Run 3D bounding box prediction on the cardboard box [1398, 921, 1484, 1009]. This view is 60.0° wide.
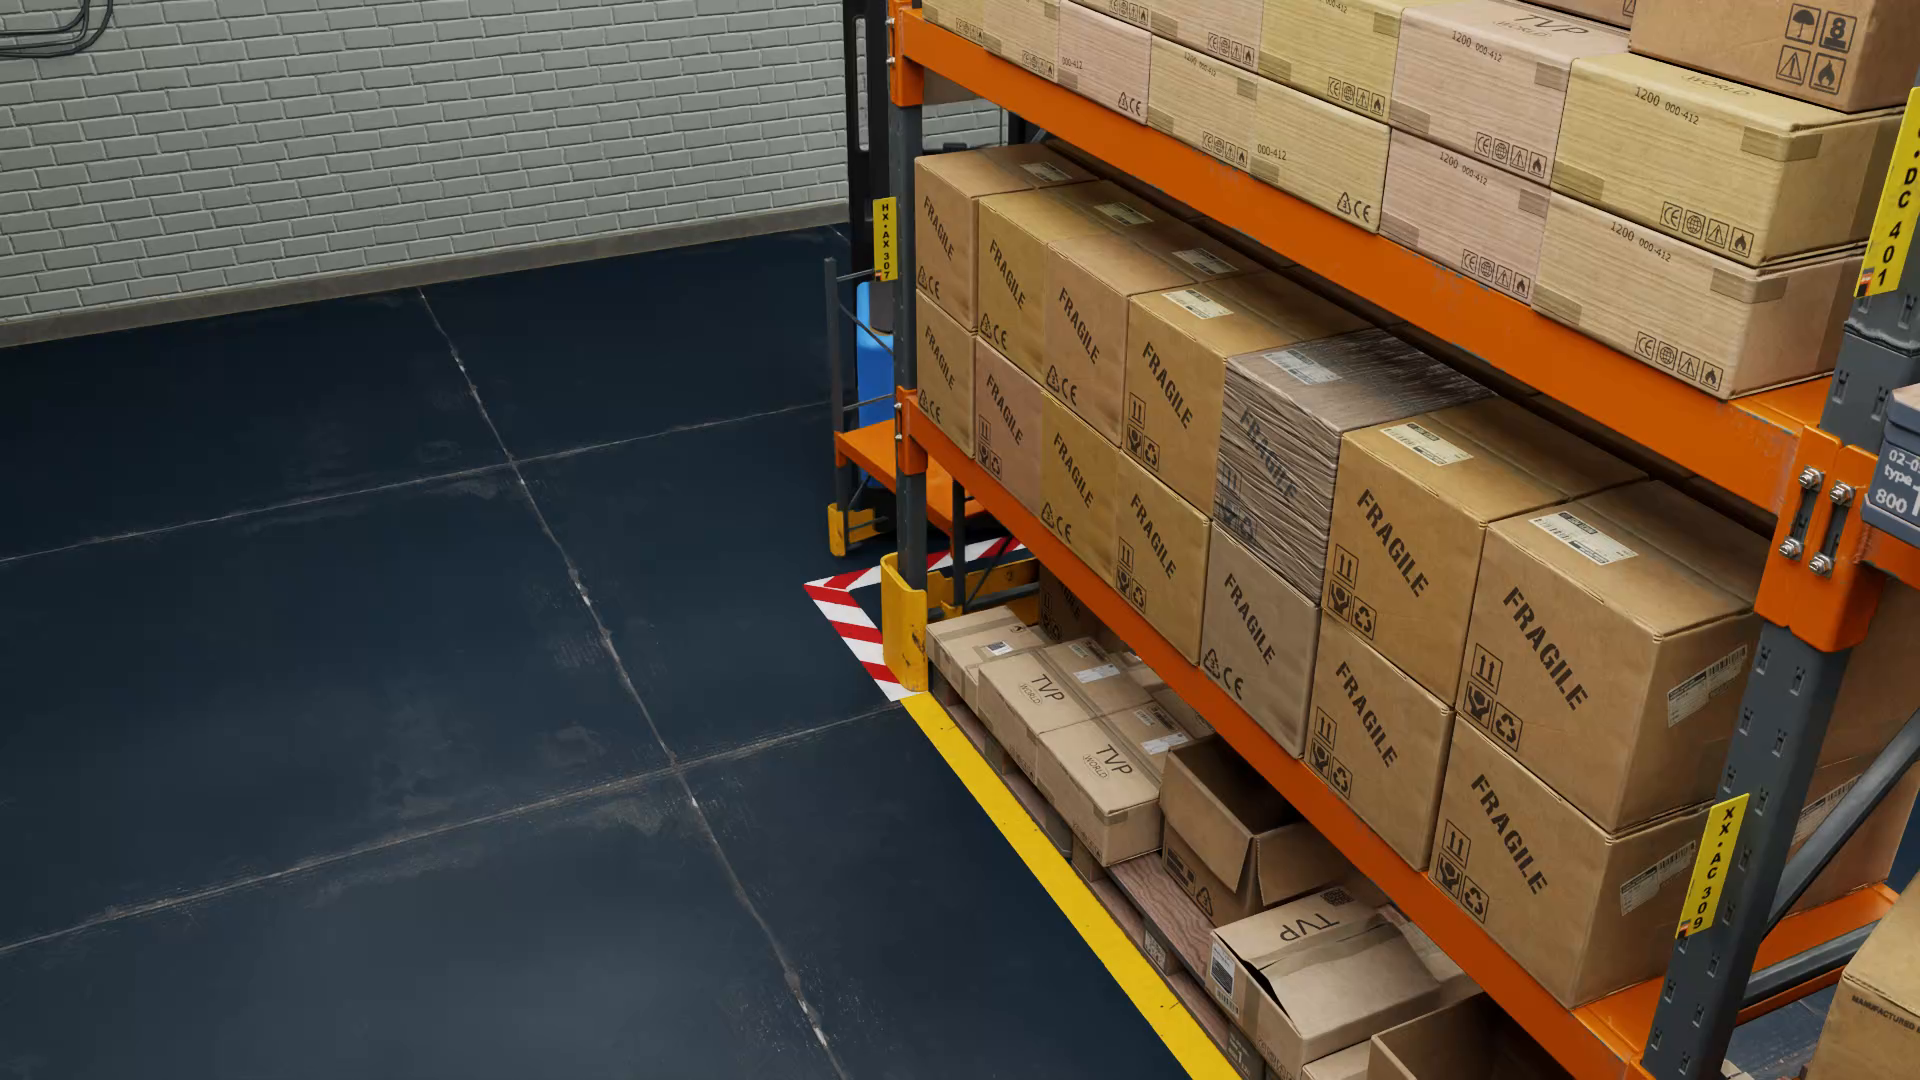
[{"bbox_3d":[1.561,1.320,5.276,0.380,0.166,0.250,-13,32,-22],"label":"cardboard box"}]

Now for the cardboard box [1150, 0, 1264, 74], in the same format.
[{"bbox_3d":[0.834,-1.396,4.248,0.500,0.250,0.500,-13,32,-22],"label":"cardboard box"}]

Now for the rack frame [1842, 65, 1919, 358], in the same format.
[{"bbox_3d":[1.926,-1.730,2.134,1.000,3.000,0.127,-13,32,-22],"label":"rack frame"}]

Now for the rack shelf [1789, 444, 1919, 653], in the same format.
[{"bbox_3d":[2.785,0.776,1.468,1.077,0.370,4.000,-13,32,-22],"label":"rack shelf"}]

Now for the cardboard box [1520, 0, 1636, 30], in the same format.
[{"bbox_3d":[1.597,-1.359,3.414,0.700,0.500,0.500,-13,32,-22],"label":"cardboard box"}]

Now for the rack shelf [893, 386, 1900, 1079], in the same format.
[{"bbox_3d":[1.068,0.317,5.353,1.077,0.370,4.000,-13,32,-22],"label":"rack shelf"}]

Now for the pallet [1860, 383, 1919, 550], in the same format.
[{"bbox_3d":[2.143,-0.037,2.374,1.213,0.211,1.003,-13,32,-22],"label":"pallet"}]

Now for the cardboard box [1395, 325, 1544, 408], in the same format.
[{"bbox_3d":[1.536,-0.315,4.620,0.500,0.500,0.500,-14,32,-23],"label":"cardboard box"}]

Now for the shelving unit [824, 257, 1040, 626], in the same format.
[{"bbox_3d":[-0.101,-0.445,7.448,0.587,1.500,1.083,-19,36,-28],"label":"shelving unit"}]

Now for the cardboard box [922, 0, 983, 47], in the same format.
[{"bbox_3d":[0.200,-1.843,5.556,0.500,0.250,0.500,-13,32,-22],"label":"cardboard box"}]

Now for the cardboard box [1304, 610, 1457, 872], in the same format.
[{"bbox_3d":[1.258,0.449,4.280,0.500,0.500,0.500,-12,31,-21],"label":"cardboard box"}]

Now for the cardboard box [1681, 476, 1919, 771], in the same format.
[{"bbox_3d":[1.978,0.140,3.809,0.500,0.500,0.500,-12,32,-21],"label":"cardboard box"}]

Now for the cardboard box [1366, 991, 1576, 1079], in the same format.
[{"bbox_3d":[1.426,1.593,4.448,0.500,0.500,0.500,-13,32,-22],"label":"cardboard box"}]

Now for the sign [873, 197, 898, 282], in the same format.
[{"bbox_3d":[-0.281,-1.144,6.337,0.100,0.325,0.005,-13,32,-22],"label":"sign"}]

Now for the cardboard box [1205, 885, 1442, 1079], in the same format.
[{"bbox_3d":[1.104,1.344,5.085,0.500,0.311,0.500,-13,32,-22],"label":"cardboard box"}]

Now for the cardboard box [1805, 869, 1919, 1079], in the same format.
[{"bbox_3d":[1.928,0.916,3.017,0.700,0.500,0.500,-26,38,-38],"label":"cardboard box"}]

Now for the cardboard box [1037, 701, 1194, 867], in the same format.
[{"bbox_3d":[0.616,0.869,5.995,0.500,0.250,0.500,-13,32,-22],"label":"cardboard box"}]

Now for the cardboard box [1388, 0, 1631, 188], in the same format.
[{"bbox_3d":[1.261,-0.953,3.459,0.500,0.250,0.500,-13,32,-22],"label":"cardboard box"}]

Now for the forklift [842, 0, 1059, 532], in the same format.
[{"bbox_3d":[-0.050,-2.007,8.833,1.130,2.935,3.031,-2,29,-3],"label":"forklift"}]

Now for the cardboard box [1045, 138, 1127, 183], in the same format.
[{"bbox_3d":[0.649,-1.221,6.236,0.500,0.500,0.500,-13,32,-22],"label":"cardboard box"}]

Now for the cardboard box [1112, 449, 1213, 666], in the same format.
[{"bbox_3d":[0.814,-0.002,5.084,0.500,0.500,0.500,-13,32,-21],"label":"cardboard box"}]

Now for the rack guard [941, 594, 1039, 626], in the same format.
[{"bbox_3d":[0.179,0.303,7.415,0.587,0.250,0.087,-19,36,-28],"label":"rack guard"}]

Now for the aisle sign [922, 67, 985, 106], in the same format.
[{"bbox_3d":[-0.085,-1.982,6.060,0.394,0.787,0.004,-13,32,-22],"label":"aisle sign"}]

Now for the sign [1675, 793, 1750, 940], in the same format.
[{"bbox_3d":[1.440,0.627,3.180,0.100,0.325,0.005,-13,32,-22],"label":"sign"}]

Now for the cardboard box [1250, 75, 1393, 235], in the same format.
[{"bbox_3d":[1.050,-0.957,3.976,0.500,0.250,0.500,-13,32,-22],"label":"cardboard box"}]

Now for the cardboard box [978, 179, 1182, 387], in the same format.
[{"bbox_3d":[0.393,-0.879,5.626,0.500,0.500,0.500,-13,32,-21],"label":"cardboard box"}]

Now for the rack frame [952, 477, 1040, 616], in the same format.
[{"bbox_3d":[0.185,-0.223,7.077,0.500,1.500,0.032,-19,36,-28],"label":"rack frame"}]

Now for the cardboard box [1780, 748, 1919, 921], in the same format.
[{"bbox_3d":[1.954,0.561,4.080,0.500,0.500,0.500,-12,32,-21],"label":"cardboard box"}]

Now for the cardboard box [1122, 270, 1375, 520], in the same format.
[{"bbox_3d":[0.822,-0.433,4.830,0.500,0.500,0.500,-13,32,-22],"label":"cardboard box"}]

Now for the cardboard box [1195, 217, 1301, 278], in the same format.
[{"bbox_3d":[1.093,-0.770,5.431,0.500,0.500,0.500,-12,32,-21],"label":"cardboard box"}]

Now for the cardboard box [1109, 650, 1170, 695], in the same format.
[{"bbox_3d":[0.758,0.550,6.649,0.380,0.166,0.250,-13,32,-22],"label":"cardboard box"}]

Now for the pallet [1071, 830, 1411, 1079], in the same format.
[{"bbox_3d":[1.105,1.260,5.787,1.003,0.211,1.213,-13,32,-22],"label":"pallet"}]

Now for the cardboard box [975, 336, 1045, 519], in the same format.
[{"bbox_3d":[0.388,-0.445,5.875,0.500,0.500,0.500,-13,32,-22],"label":"cardboard box"}]

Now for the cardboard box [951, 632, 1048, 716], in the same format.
[{"bbox_3d":[0.186,0.532,6.682,0.380,0.166,0.250,-13,32,-22],"label":"cardboard box"}]

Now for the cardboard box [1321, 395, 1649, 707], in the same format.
[{"bbox_3d":[1.253,0.013,4.036,0.500,0.500,0.500,-14,32,-23],"label":"cardboard box"}]

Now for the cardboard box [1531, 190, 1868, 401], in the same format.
[{"bbox_3d":[1.477,-0.515,3.188,0.500,0.250,0.500,-13,32,-22],"label":"cardboard box"}]

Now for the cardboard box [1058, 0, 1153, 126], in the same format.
[{"bbox_3d":[0.619,-1.398,4.764,0.500,0.250,0.500,-13,32,-22],"label":"cardboard box"}]
